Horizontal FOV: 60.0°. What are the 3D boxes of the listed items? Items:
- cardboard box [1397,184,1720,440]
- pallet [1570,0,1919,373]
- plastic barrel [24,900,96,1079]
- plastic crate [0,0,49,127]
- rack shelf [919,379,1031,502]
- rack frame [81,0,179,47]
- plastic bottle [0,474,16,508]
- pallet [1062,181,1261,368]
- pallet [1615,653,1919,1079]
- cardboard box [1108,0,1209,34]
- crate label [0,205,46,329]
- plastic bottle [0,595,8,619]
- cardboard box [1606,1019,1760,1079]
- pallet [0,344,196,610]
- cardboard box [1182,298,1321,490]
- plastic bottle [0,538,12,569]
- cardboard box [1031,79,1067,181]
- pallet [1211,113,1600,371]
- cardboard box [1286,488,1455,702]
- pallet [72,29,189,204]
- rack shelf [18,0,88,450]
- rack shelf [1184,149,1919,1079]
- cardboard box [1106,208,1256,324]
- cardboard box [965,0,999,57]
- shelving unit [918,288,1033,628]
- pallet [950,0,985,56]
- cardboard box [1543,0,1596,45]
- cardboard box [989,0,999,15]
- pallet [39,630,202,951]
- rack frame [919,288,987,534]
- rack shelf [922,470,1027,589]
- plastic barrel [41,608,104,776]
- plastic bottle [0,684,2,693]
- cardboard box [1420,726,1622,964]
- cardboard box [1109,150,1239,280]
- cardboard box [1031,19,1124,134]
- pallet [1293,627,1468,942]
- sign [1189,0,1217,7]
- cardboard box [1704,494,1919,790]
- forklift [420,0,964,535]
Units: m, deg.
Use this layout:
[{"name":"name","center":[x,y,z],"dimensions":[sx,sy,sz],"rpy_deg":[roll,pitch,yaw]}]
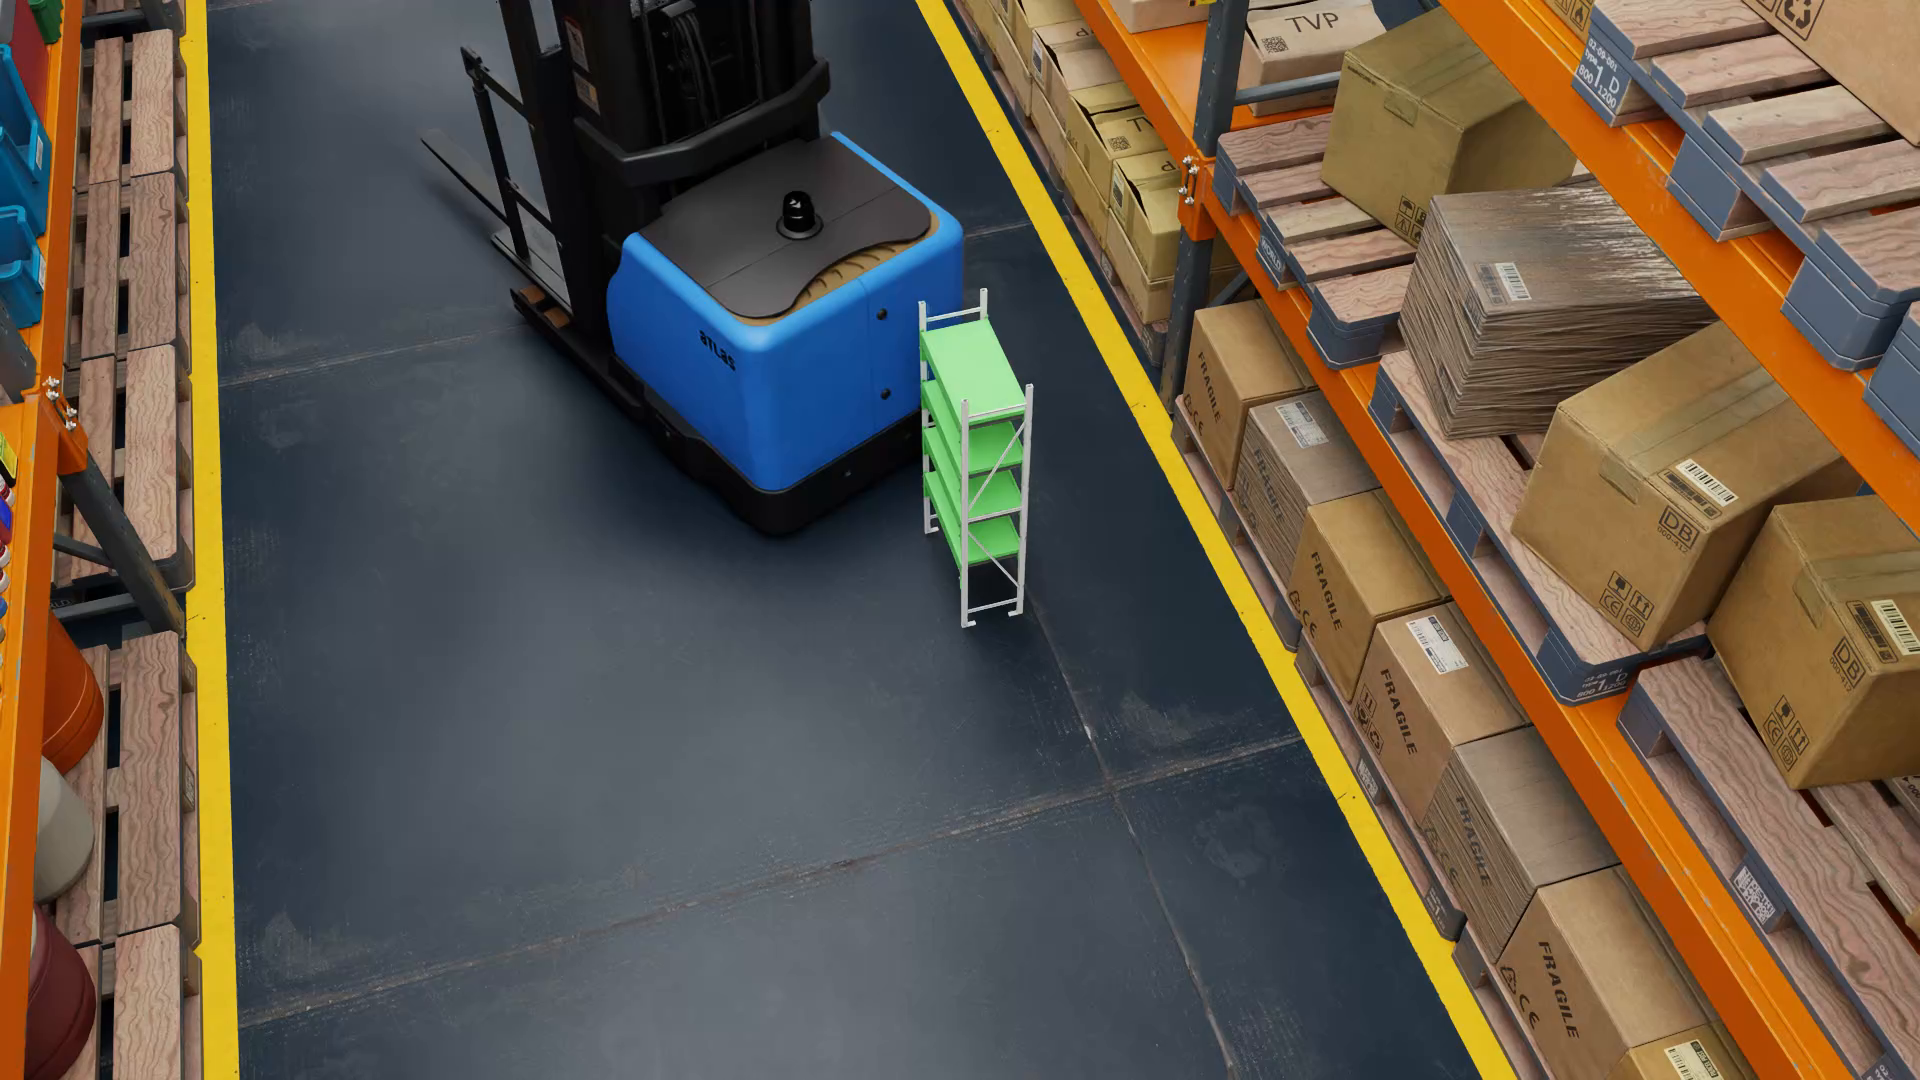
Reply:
[{"name":"cardboard box","center":[1.719,-0.665,4.799],"dimensions":[0.700,0.500,0.500],"rpy_deg":[-5,50,-4]},{"name":"pallet","center":[2.085,-0.877,3.478],"dimensions":[1.213,0.211,1.003],"rpy_deg":[-13,51,-11]},{"name":"plastic barrel","center":[-2.901,1.294,4.789],"dimensions":[0.600,0.588,0.708],"rpy_deg":[-13,51,-11]},{"name":"plastic crate","center":[-3.581,-1.796,6.050],"dimensions":[0.402,0.464,0.583],"rpy_deg":[-13,51,-11]},{"name":"rack shelf","center":[0.049,-0.379,5.844],"dimensions":[0.258,0.148,0.480],"rpy_deg":[-13,51,-11]},{"name":"rack frame","center":[-4.578,-3.448,7.484],"dimensions":[1.000,3.000,0.127],"rpy_deg":[-13,51,-11]},{"name":"plastic bottle","center":[-2.852,-0.175,4.855],"dimensions":[0.097,0.201,0.097],"rpy_deg":[0,50,0]},{"name":"pallet","center":[1.131,-1.355,7.544],"dimensions":[1.003,0.211,1.213],"rpy_deg":[-13,51,-11]},{"name":"pallet","center":[2.388,0.732,4.086],"dimensions":[1.003,0.211,1.213],"rpy_deg":[-13,51,-11]},{"name":"cardboard box","center":[0.807,-2.157,6.560],"dimensions":[0.380,0.149,0.250],"rpy_deg":[-13,51,-11]},{"name":"crate label","center":[-3.162,-0.865,5.416],"dimensions":[0.303,0.233,0.416],"rpy_deg":[-13,51,-11]},{"name":"plastic bottle","center":[-2.726,0.114,4.566],"dimensions":[0.097,0.271,0.097],"rpy_deg":[0,50,0]},{"name":"cardboard box","center":[2.101,1.646,4.537],"dimensions":[0.500,0.500,0.500],"rpy_deg":[-14,51,-11]},{"name":"pallet","center":[-3.588,-0.202,6.572],"dimensions":[1.003,0.211,1.213],"rpy_deg":[-13,51,-11]},{"name":"cardboard box","center":[1.199,-0.582,6.416],"dimensions":[0.500,0.500,0.500],"rpy_deg":[-11,51,-9]},{"name":"plastic bottle","center":[-2.783,-0.006,4.713],"dimensions":[0.097,0.201,0.097],"rpy_deg":[0,50,0]},{"name":"cardboard box","center":[0.647,-1.965,7.758],"dimensions":[0.500,0.250,0.500],"rpy_deg":[-12,51,-10]},{"name":"pallet","center":[1.605,-1.102,5.633],"dimensions":[1.213,0.211,1.003],"rpy_deg":[-13,51,-11]},{"name":"cardboard box","center":[1.503,0.166,5.785],"dimensions":[0.500,0.500,0.500],"rpy_deg":[-14,51,-11]},{"name":"pallet","center":[-4.309,-1.984,8.074],"dimensions":[1.003,0.211,1.213],"rpy_deg":[-13,51,-11]},{"name":"rack shelf","center":[-3.987,-1.755,6.528],"dimensions":[1.077,0.370,4.000],"rpy_deg":[-13,51,-11]},{"name":"rack shelf","center":[1.929,0.049,5.007],"dimensions":[1.077,0.370,4.000],"rpy_deg":[-13,51,-11]},{"name":"cardboard box","center":[0.949,-1.222,7.131],"dimensions":[0.500,0.250,0.500],"rpy_deg":[-12,51,-10]},{"name":"cardboard box","center":[0.343,-2.712,8.388],"dimensions":[0.500,0.250,0.500],"rpy_deg":[-15,51,-12]},{"name":"shelving unit","center":[0.049,-0.266,5.979],"dimensions":[0.258,1.200,0.503],"rpy_deg":[-13,51,-11]},{"name":"pallet","center":[0.410,-3.137,9.046],"dimensions":[1.003,0.211,1.213],"rpy_deg":[-13,51,-11]},{"name":"cardboard box","center":[1.803,-1.579,3.882],"dimensions":[0.910,0.500,0.500],"rpy_deg":[-13,51,-11]},{"name":"cardboard box","center":[0.336,-2.892,8.173],"dimensions":[0.500,0.311,0.500],"rpy_deg":[-15,51,-12]},{"name":"pallet","center":[-3.123,0.939,5.610],"dimensions":[1.003,0.211,1.213],"rpy_deg":[-13,51,-11]},{"name":"rack frame","center":[-0.023,-0.444,6.129],"dimensions":[0.240,1.200,0.015],"rpy_deg":[-13,51,-11]},{"name":"rack shelf","center":[0.049,-0.070,6.211],"dimensions":[0.258,0.148,0.480],"rpy_deg":[-13,51,-11]},{"name":"plastic barrel","center":[-3.235,0.392,5.392],"dimensions":[0.600,0.830,0.708],"rpy_deg":[-13,51,-11]},{"name":"plastic bottle","center":[-2.639,0.349,4.413],"dimensions":[0.097,0.201,0.097],"rpy_deg":[0,50,0]},{"name":"cardboard box","center":[1.815,0.917,5.152],"dimensions":[0.500,0.500,0.500],"rpy_deg":[-13,51,-11]},{"name":"cardboard box","center":[0.947,-1.400,6.915],"dimensions":[0.500,0.311,0.500],"rpy_deg":[-12,51,-10]},{"name":"cardboard box","center":[0.641,-2.147,7.545],"dimensions":[0.500,0.311,0.500],"rpy_deg":[-14,51,-11]},{"name":"pallet","center":[1.879,0.699,5.813],"dimensions":[1.003,0.211,1.213],"rpy_deg":[-13,51,-11]},{"name":"sign","center":[0.808,-1.889,5.413],"dimensions":[0.100,0.325,0.005],"rpy_deg":[-13,51,-11]},{"name":"cardboard box","center":[2.330,0.226,4.047],"dimensions":[0.700,0.500,0.500],"rpy_deg":[-6,50,-5]},{"name":"forklift","center":[-1.315,-2.022,6.327],"dimensions":[1.130,2.935,3.031],"rpy_deg":[-34,58,-25]}]
